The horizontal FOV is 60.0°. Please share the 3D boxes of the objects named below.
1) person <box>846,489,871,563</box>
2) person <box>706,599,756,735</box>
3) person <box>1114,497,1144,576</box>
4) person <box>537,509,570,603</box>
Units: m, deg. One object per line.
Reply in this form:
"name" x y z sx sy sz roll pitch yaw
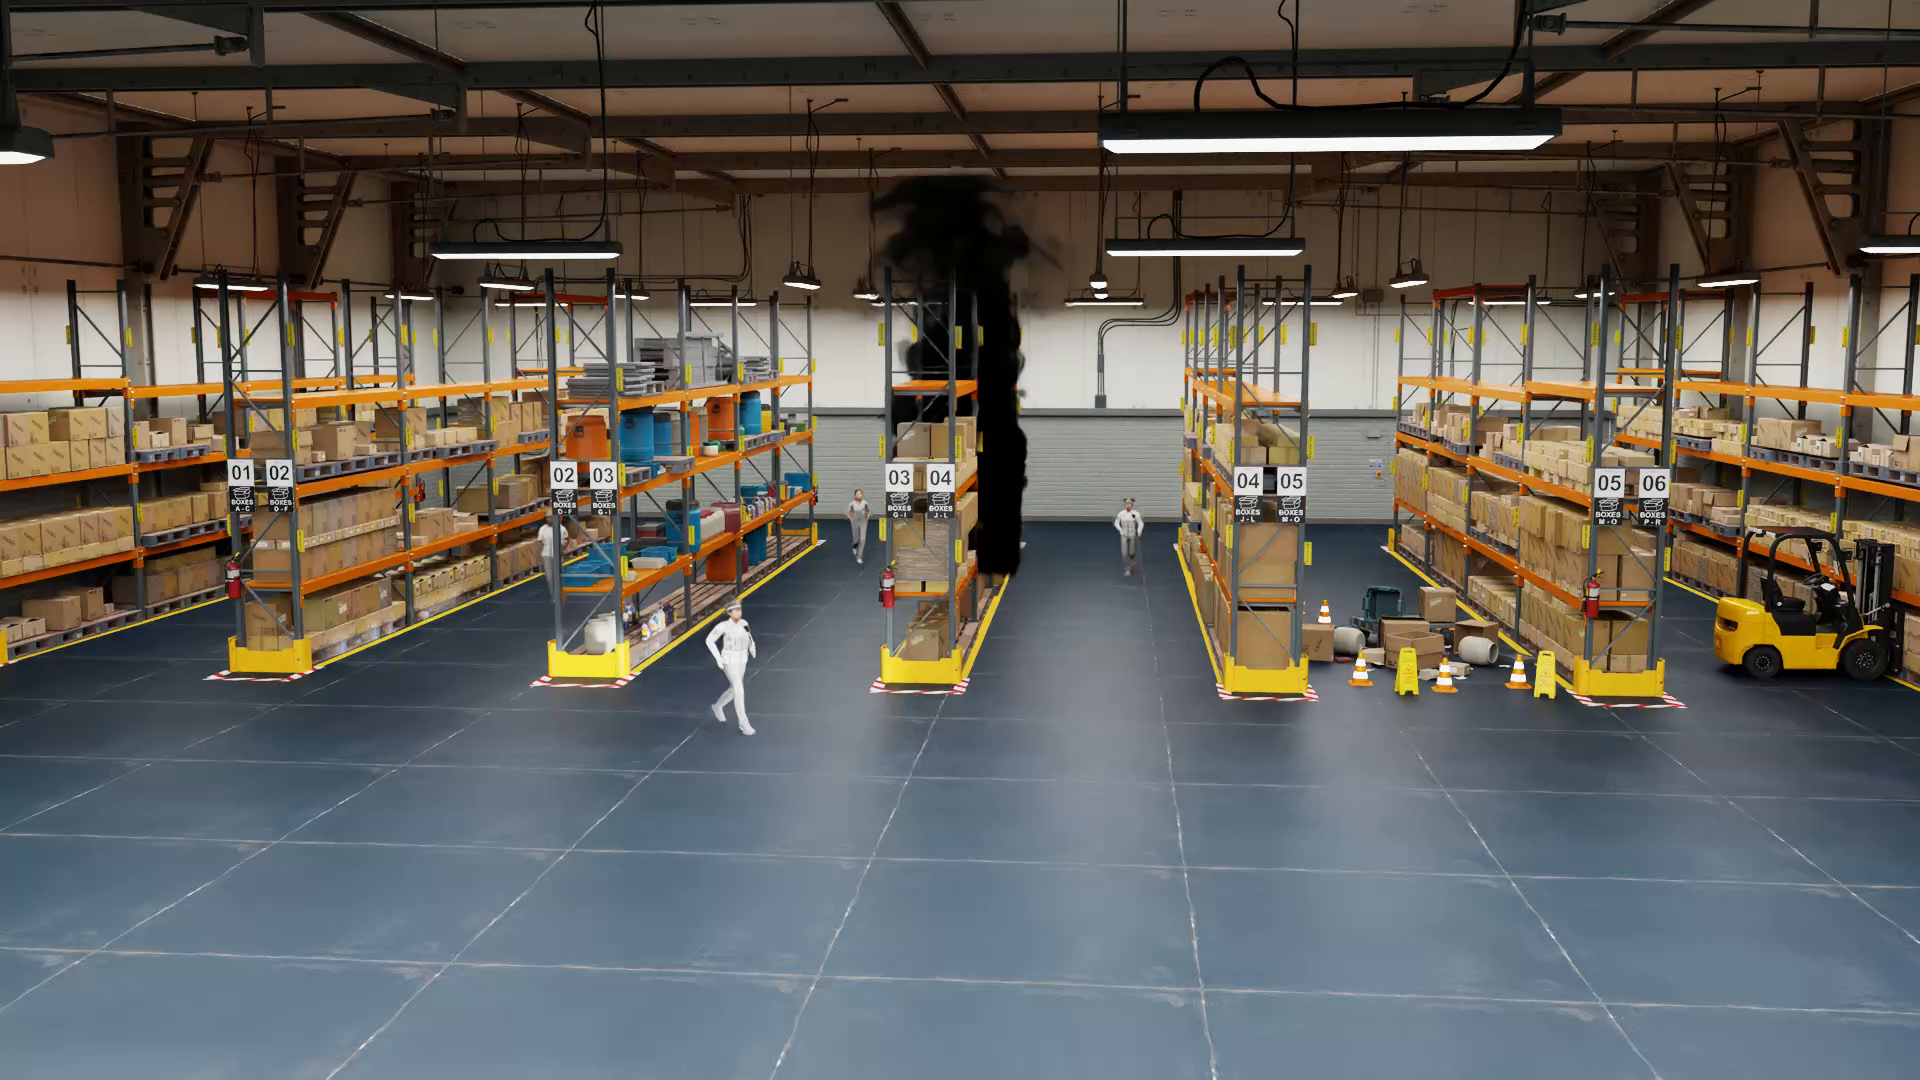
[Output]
"person" -2.263 -0.323 37.255 0.565 1.639 0.731 -1 7 -11
"person" -2.907 1.590 21.278 0.875 1.709 0.621 6 9 39
"person" 3.575 -0.084 35.252 0.616 1.660 0.532 1 7 10
"person" -7.243 0.318 29.526 0.558 1.718 0.572 0 7 -3
